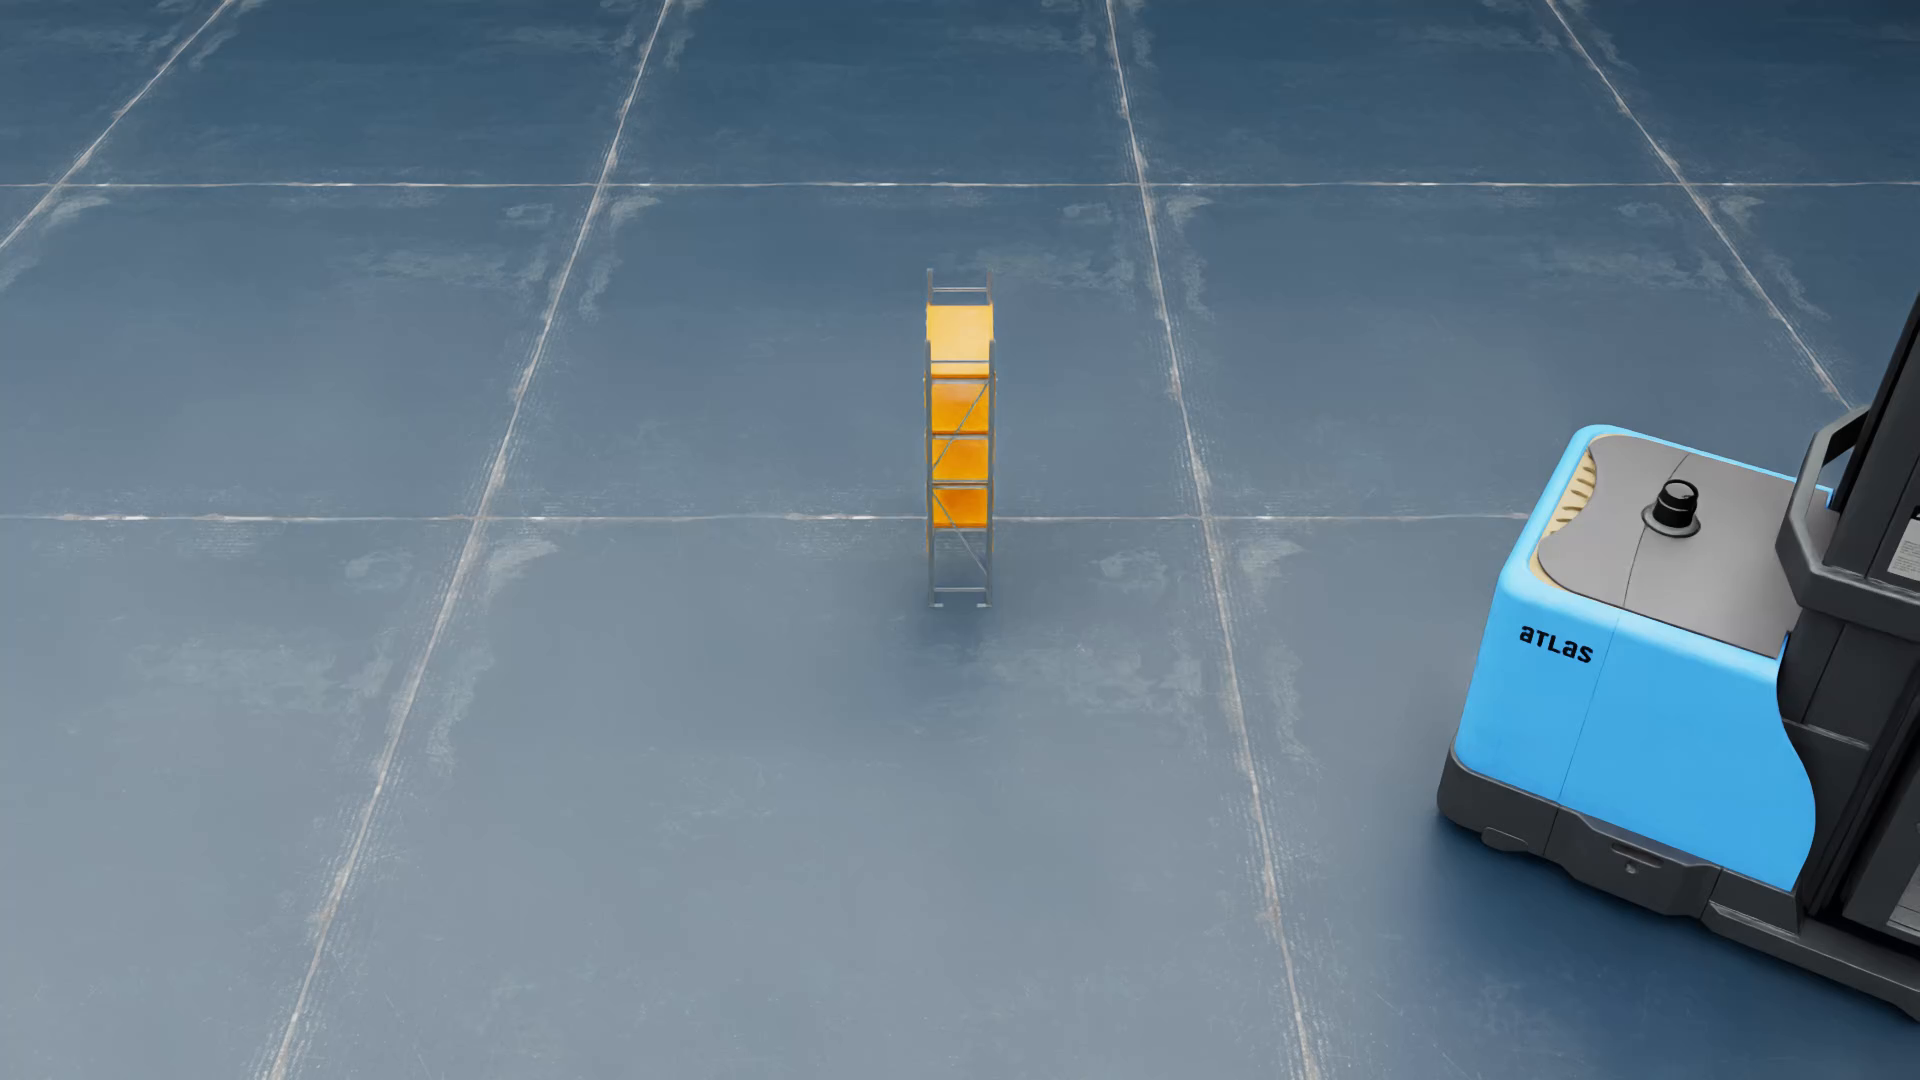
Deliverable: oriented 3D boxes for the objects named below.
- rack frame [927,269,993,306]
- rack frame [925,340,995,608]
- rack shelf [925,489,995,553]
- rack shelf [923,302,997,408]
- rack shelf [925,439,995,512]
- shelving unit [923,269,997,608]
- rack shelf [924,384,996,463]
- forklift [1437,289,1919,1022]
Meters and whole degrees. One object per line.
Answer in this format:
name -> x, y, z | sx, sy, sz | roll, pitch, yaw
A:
rack frame -> 0.000, -0.517, 6.436 | 0.240, 1.200, 0.015 | 0, 39, 0
rack frame -> 0.000, -0.212, 6.055 | 0.240, 1.200, 0.015 | 0, 39, 0
rack shelf -> 0.000, -0.157, 6.412 | 0.258, 0.148, 0.480 | 0, 39, 0
rack shelf -> 0.000, -0.671, 6.000 | 0.258, 0.148, 0.480 | 0, 39, 0
rack shelf -> 0.000, -0.312, 6.288 | 0.258, 0.148, 0.480 | 0, 39, 0
shelving unit -> 0.000, -0.365, 6.246 | 0.258, 1.200, 0.503 | 0, 39, 0
rack shelf -> 0.000, -0.487, 6.148 | 0.258, 0.148, 0.480 | 0, 39, 0
forklift -> 3.121, 0.016, 4.386 | 3.031, 2.935, 1.130 | 20, 43, 23
